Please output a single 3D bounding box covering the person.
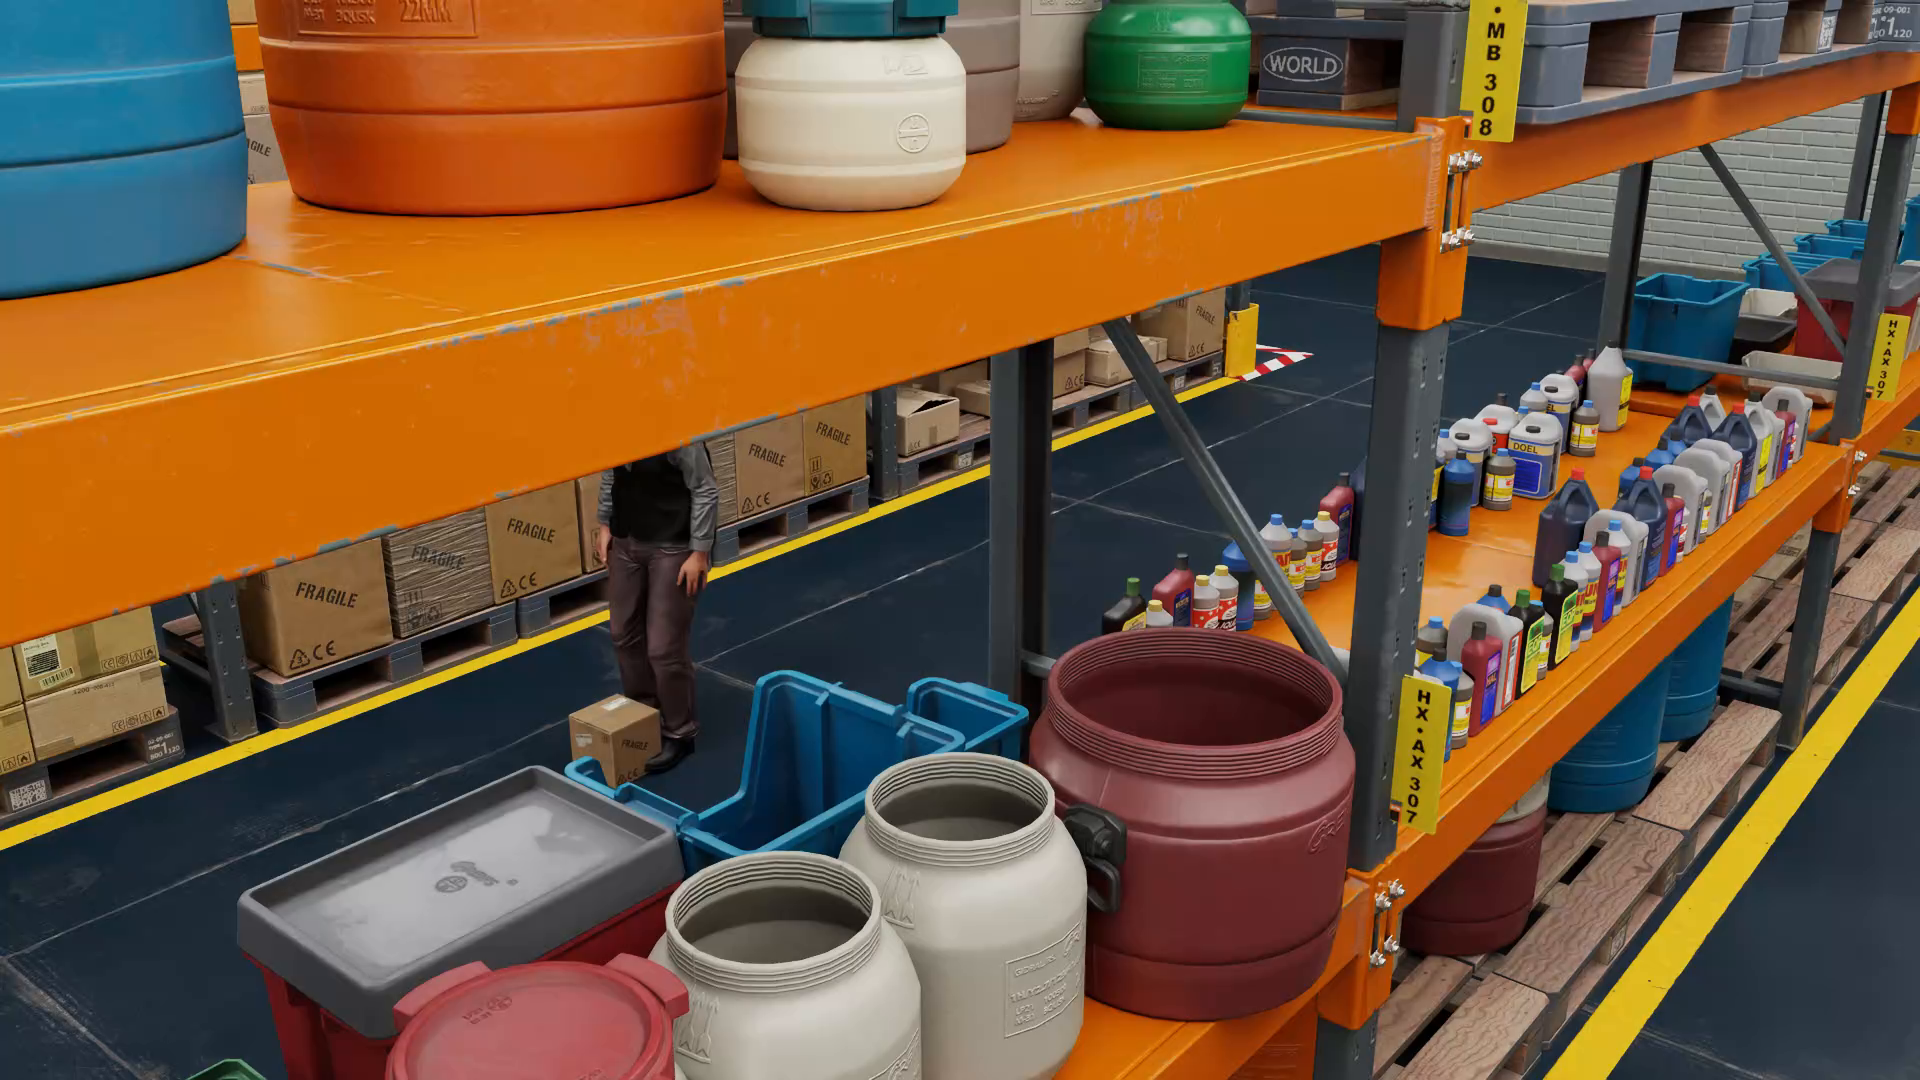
[{"bbox_3d":[-1.200,0.036,6.514,0.581,1.719,0.475,14,24,34],"label":"person"}]
